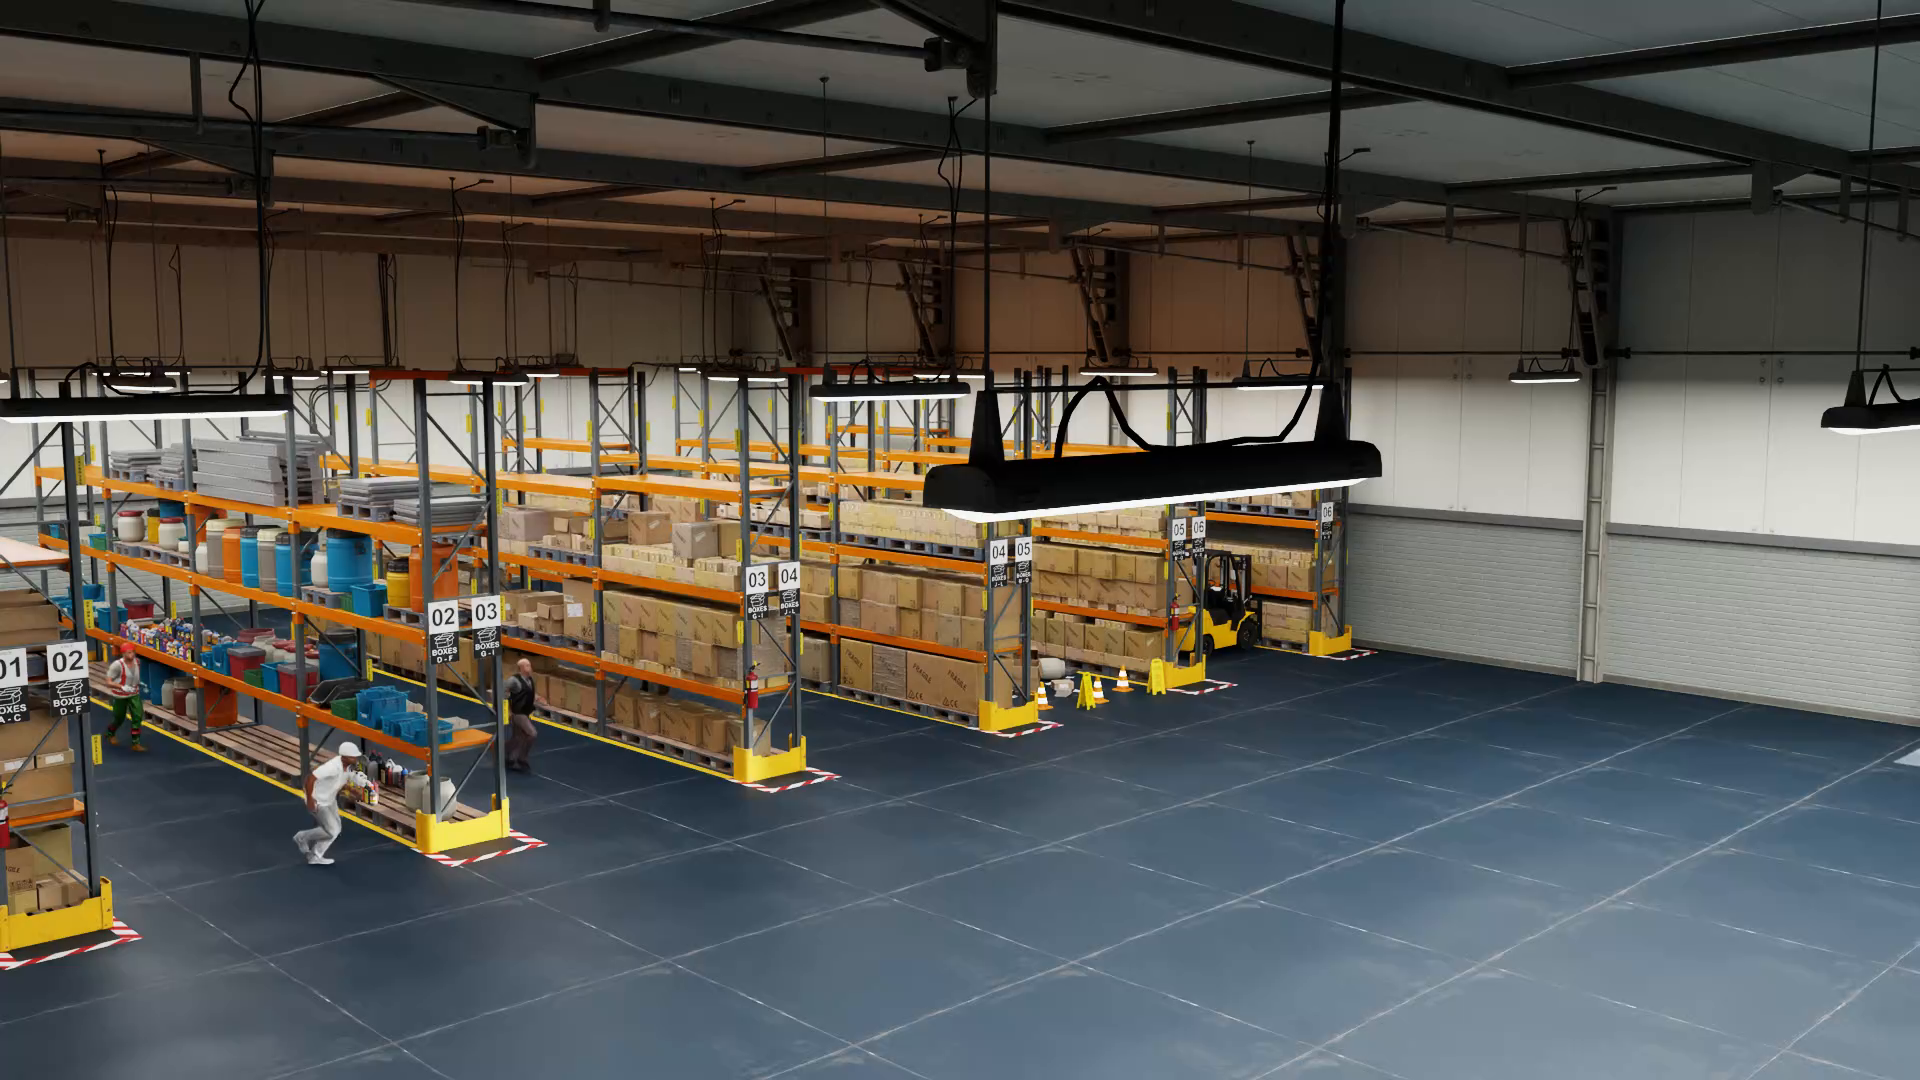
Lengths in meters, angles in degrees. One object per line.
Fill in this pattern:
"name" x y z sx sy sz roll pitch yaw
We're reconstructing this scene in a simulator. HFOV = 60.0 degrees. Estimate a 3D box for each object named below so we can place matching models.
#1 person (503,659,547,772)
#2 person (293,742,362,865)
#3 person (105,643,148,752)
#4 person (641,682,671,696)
"person" -6.674 2.659 25.209 0.834 1.738 0.607 1 7 13
"person" -7.790 3.256 20.466 0.906 1.563 0.730 1 6 6
"person" -13.310 2.479 26.470 0.940 1.752 0.674 4 8 34
"person" -5.374 2.134 29.994 0.876 1.734 0.705 -1 6 -7
